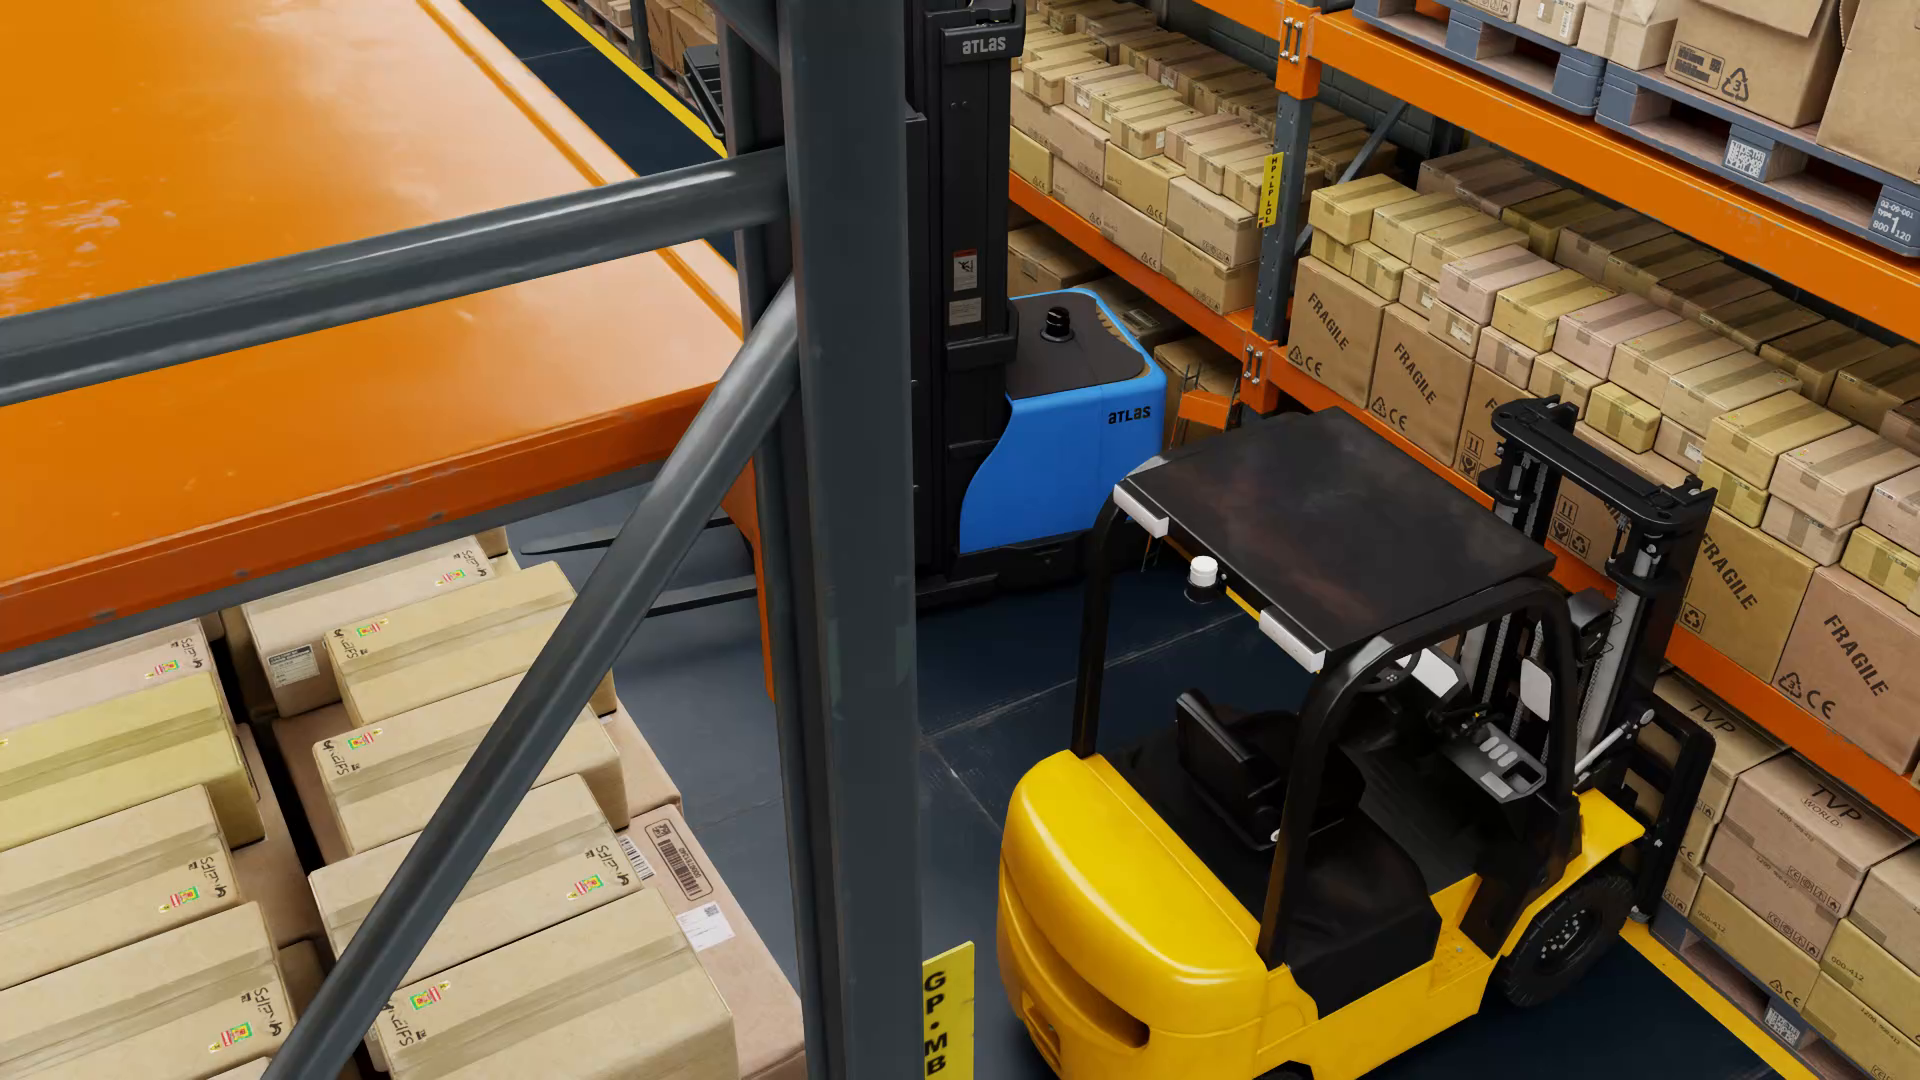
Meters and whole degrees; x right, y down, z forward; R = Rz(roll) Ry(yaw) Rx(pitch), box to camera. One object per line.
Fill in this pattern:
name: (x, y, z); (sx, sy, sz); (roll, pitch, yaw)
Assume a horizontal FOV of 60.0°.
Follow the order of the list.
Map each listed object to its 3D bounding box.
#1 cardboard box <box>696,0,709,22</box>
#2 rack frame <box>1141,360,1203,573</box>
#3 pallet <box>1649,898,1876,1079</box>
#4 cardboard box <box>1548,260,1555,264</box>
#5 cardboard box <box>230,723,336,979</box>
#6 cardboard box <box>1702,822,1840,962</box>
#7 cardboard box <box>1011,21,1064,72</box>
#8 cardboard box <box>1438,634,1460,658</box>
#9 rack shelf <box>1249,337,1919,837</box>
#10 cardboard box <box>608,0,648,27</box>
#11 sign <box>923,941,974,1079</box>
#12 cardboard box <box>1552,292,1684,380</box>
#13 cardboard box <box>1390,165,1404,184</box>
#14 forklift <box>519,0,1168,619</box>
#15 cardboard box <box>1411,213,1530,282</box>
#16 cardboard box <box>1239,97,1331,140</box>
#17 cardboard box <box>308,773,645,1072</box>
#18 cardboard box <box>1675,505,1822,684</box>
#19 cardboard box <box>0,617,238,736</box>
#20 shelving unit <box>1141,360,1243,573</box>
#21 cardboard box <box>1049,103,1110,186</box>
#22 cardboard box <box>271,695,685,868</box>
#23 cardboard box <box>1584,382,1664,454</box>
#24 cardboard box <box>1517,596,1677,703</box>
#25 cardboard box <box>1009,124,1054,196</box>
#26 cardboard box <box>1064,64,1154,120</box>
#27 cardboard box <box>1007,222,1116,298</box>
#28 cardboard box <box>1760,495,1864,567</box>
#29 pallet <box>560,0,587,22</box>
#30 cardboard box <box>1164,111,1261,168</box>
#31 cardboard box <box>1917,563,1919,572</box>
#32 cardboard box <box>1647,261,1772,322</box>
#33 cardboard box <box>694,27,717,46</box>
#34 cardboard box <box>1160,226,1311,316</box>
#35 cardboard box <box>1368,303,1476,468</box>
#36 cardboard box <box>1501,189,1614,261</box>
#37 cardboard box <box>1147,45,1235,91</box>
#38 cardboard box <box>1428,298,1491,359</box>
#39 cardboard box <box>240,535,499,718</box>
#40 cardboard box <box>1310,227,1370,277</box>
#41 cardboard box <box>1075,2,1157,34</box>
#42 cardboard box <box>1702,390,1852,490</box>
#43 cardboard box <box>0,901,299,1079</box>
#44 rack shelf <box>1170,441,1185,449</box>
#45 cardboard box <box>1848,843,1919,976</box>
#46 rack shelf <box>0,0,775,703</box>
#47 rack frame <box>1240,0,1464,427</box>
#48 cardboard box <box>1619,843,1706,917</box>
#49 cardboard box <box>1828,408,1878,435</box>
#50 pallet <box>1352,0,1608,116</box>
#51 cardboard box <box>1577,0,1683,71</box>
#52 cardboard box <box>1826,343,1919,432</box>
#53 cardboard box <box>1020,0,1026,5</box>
cardboard box: (-1.793, -4.069, 12.719); (0.380, 0.149, 0.250); (-20, 40, -25)
rack frame: (1.024, -0.351, 8.052); (0.008, 1.050, 0.200); (18, 19, 23)
pallet: (3.371, 1.578, 6.138); (1.003, 0.211, 1.213); (-19, 40, -24)
cardboard box: (2.447, -1.170, 6.902); (0.380, 0.149, 0.250); (-18, 40, -23)
cardboard box: (-1.228, 0.589, 2.460); (0.500, 0.250, 0.500); (-19, 40, -25)
cardboard box: (3.034, 1.154, 5.906); (0.500, 0.250, 0.500); (-19, 40, -24)
cardboard box: (0.336, -2.648, 8.925); (0.380, 0.149, 0.250); (-18, 40, -23)
cardboard box: (2.256, 0.382, 6.962); (0.500, 0.250, 0.500); (-19, 40, -24)
rack shelf: (2.787, 0.100, 6.408); (1.077, 0.370, 4.000); (-19, 40, -24)
cardboard box: (-2.771, -4.506, 14.164); (0.380, 0.149, 0.250); (-20, 41, -25)
sign: (-0.029, 0.577, 1.860); (0.100, 0.325, 0.005); (-19, 40, -24)
cardboard box: (2.402, -0.749, 6.073); (0.380, 0.149, 0.250); (-19, 40, -24)
cardboard box: (1.749, -1.687, 7.947); (0.500, 0.250, 0.500); (-20, 40, -25)
forklift: (-0.592, -1.067, 7.453); (3.031, 2.935, 1.130); (-11, 38, -15)
cardboard box: (2.031, -1.149, 6.620); (0.380, 0.149, 0.250); (-20, 40, -25)
cardboard box: (1.577, -2.036, 8.087); (0.380, 0.149, 0.250); (-19, 40, -24)
cardboard box: (-0.641, 0.504, 2.237); (0.380, 0.149, 0.250); (-19, 40, -24)
cardboard box: (2.807, 0.087, 5.730); (0.500, 0.500, 0.500); (-20, 41, -25)
cardboard box: (-1.363, 0.246, 2.591); (0.380, 0.149, 0.250); (-19, 40, -24)
shelving unit: (1.131, -0.315, 8.004); (0.252, 1.050, 0.215); (18, 19, 23)
cardboard box: (0.798, -2.049, 8.443); (0.500, 0.250, 0.500); (-18, 40, -23)
cardboard box: (-0.765, 0.436, 2.669); (0.500, 0.250, 0.500); (-20, 40, -25)
cardboard box: (2.475, -0.478, 5.954); (0.380, 0.149, 0.250); (-20, 41, -25)
cardboard box: (2.519, 0.450, 6.445); (0.500, 0.250, 0.500); (-20, 41, -25)
cardboard box: (0.557, -2.108, 8.947); (0.500, 0.250, 0.500); (-18, 40, -22)
cardboard box: (0.751, -2.264, 8.400); (0.380, 0.149, 0.250); (-19, 40, -24)
cardboard box: (0.748, -1.465, 9.597); (0.875, 0.625, 0.625); (-21, 41, -26)
cardboard box: (2.854, -0.091, 5.424); (0.380, 0.149, 0.250); (-20, 41, -25)
pallet: (-3.198, -5.138, 15.333); (1.003, 0.211, 1.213); (-19, 40, -24)
cardboard box: (1.196, -1.888, 7.884); (0.380, 0.149, 0.250); (-19, 40, -24)
cardboard box: (3.124, 0.044, 4.986); (0.380, 0.149, 0.250); (-18, 40, -23)
cardboard box: (2.819, -0.897, 6.276); (0.380, 0.149, 0.250); (-19, 40, -24)
cardboard box: (-1.666, -3.613, 12.644); (0.500, 0.500, 0.500); (-20, 41, -25)
cardboard box: (1.303, -1.330, 7.882); (0.500, 0.250, 0.500); (-18, 40, -23)
cardboard box: (2.055, -0.687, 6.790); (0.500, 0.500, 0.500); (-18, 40, -23)
cardboard box: (2.439, -1.289, 6.812); (0.380, 0.149, 0.250); (-19, 40, -24)
cardboard box: (1.196, -2.422, 8.615); (0.380, 0.149, 0.250); (-19, 40, -24)
cardboard box: (2.061, -0.869, 6.489); (0.380, 0.149, 0.250); (-18, 40, -23)
cardboard box: (-0.982, 0.111, 2.776); (0.380, 0.149, 0.250); (-19, 40, -24)
cardboard box: (1.715, -1.273, 7.042); (0.380, 0.149, 0.250); (-20, 40, -25)
cardboard box: (0.862, -2.833, 9.178); (0.380, 0.149, 0.250); (-20, 40, -25)
cardboard box: (2.702, -0.335, 5.505); (0.380, 0.149, 0.250); (-18, 40, -23)
cardboard box: (-1.020, 0.642, 2.049); (0.380, 0.149, 0.250); (-18, 40, -23)
rack shelf: (1.129, -0.305, 8.008); (0.240, 0.259, 0.215); (18, 19, 23)
cardboard box: (3.291, 1.224, 5.386); (0.500, 0.250, 0.500); (-18, 40, -22)
rack shelf: (-1.503, -0.849, 2.623); (1.077, 0.370, 4.000); (-19, 40, -24)
rack frame: (1.782, -1.211, 7.592); (1.000, 3.000, 0.127); (-19, 40, -24)
cardboard box: (2.797, 1.110, 6.390); (0.500, 0.250, 0.500); (-18, 40, -23)
cardboard box: (3.261, -0.400, 5.847); (0.380, 0.149, 0.250); (-18, 40, -22)
pallet: (2.233, -1.959, 6.148); (1.003, 0.211, 1.213); (-19, 40, -24)
cardboard box: (2.265, -1.731, 5.434); (0.396, 0.266, 0.258); (-20, 41, -25)
cardboard box: (3.249, -0.522, 5.763); (0.380, 0.149, 0.250); (-20, 41, -25)
cardboard box: (0.416, -3.197, 9.676); (0.380, 0.149, 0.250); (-19, 40, -24)
